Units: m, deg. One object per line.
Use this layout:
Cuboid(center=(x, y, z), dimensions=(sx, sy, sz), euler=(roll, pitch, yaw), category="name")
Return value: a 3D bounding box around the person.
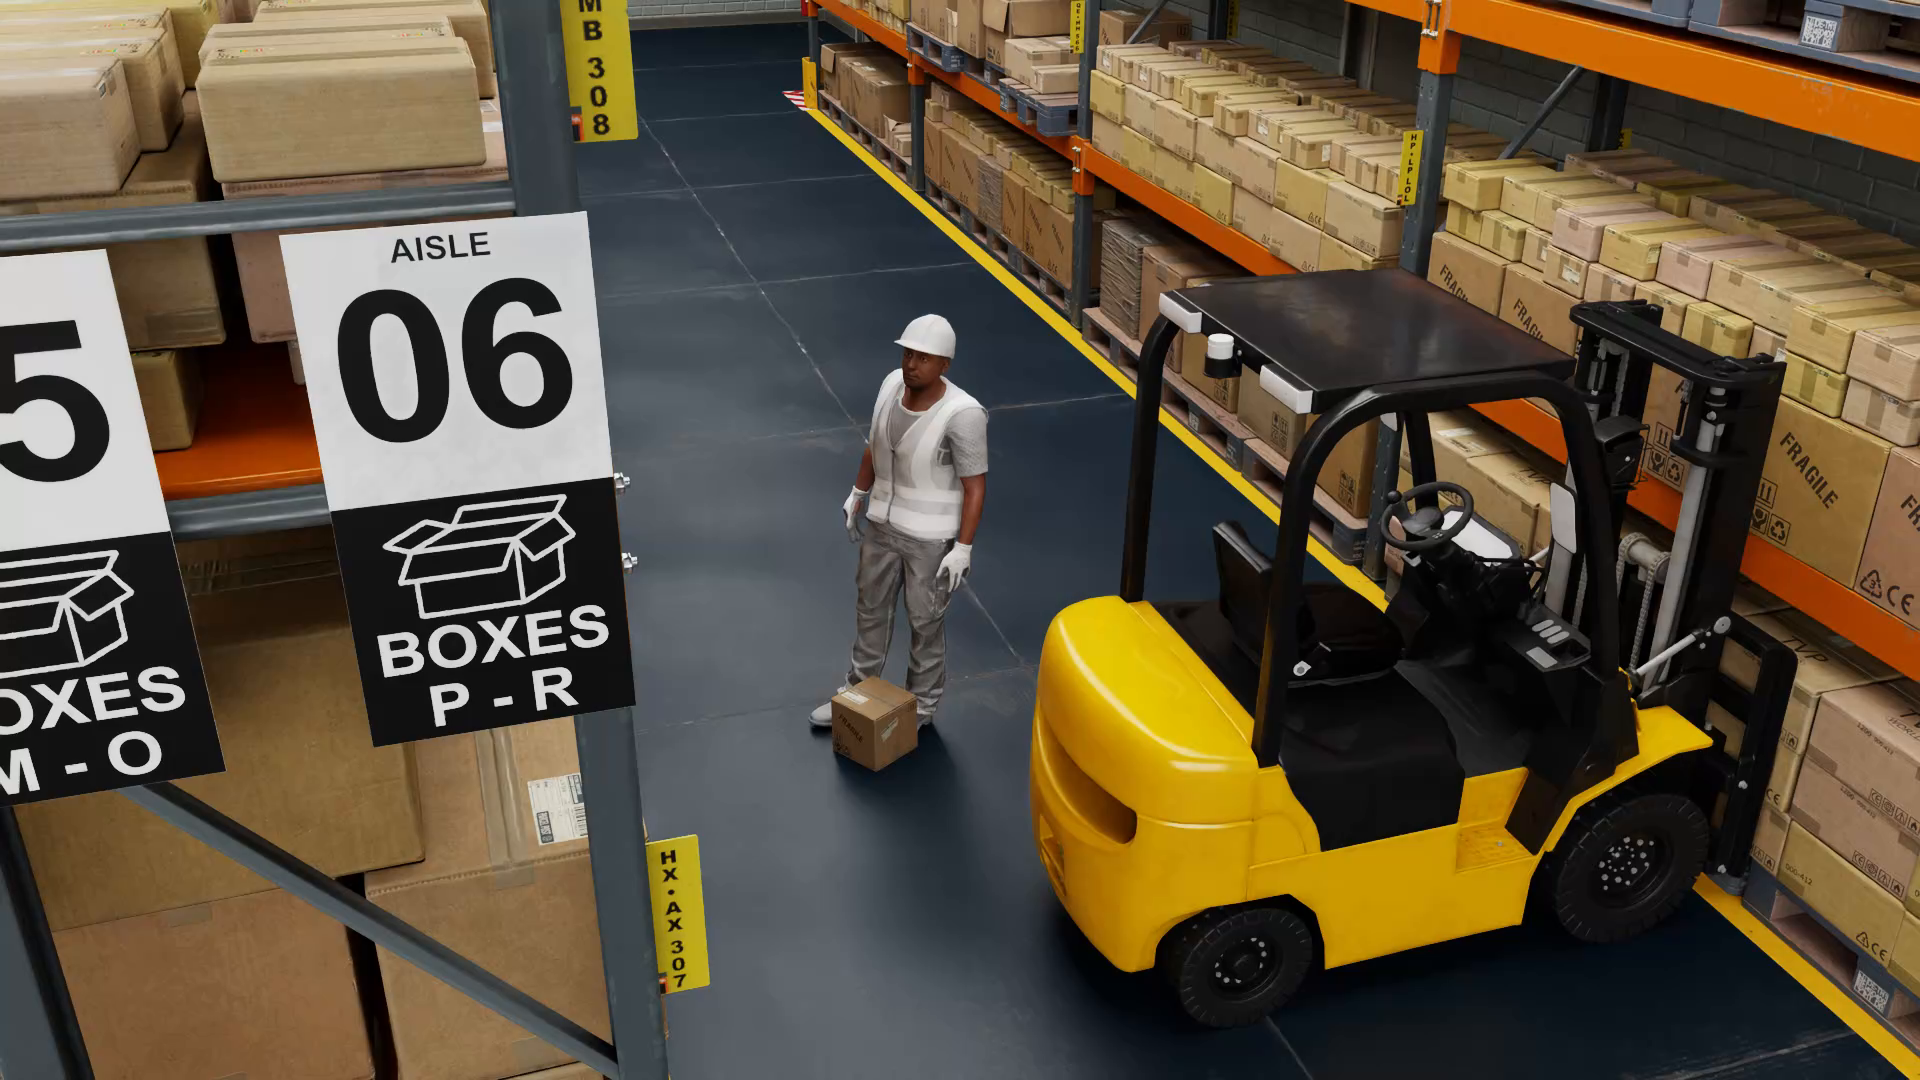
Cuboid(center=(-0.238, -0.021, 6.611), dimensions=(0.657, 1.785, 0.575), euler=(22, 34, 38), category="person")
